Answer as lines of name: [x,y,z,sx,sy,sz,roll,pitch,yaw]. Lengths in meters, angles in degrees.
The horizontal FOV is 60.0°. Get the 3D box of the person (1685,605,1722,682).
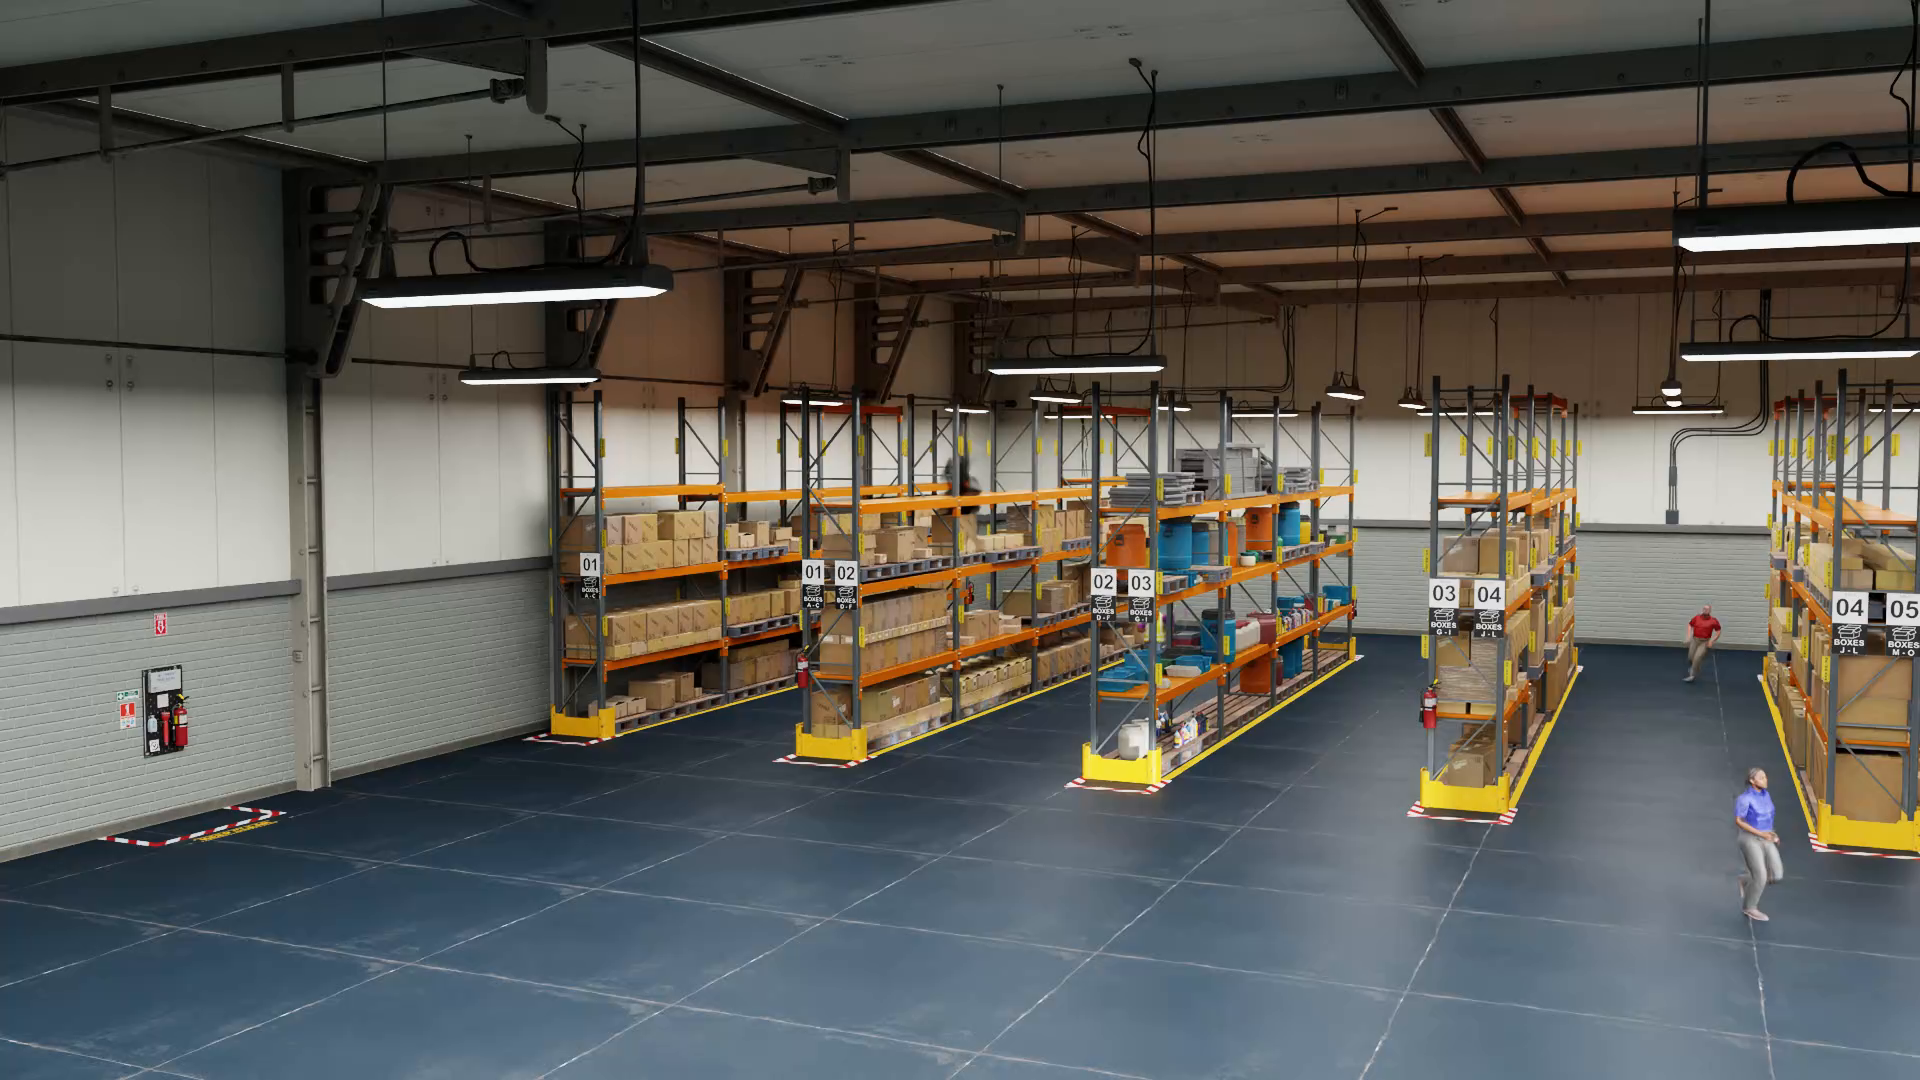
person: [15.924,2.209,35.634,0.700,1.652,0.591,3,4,39]

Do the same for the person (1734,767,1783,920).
person: [8.497,3.227,17.716,0.575,1.615,0.560,-2,4,-28]

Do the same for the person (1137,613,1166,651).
person: [4.066,2.160,35.027,0.692,1.787,0.918,1,3,13]
